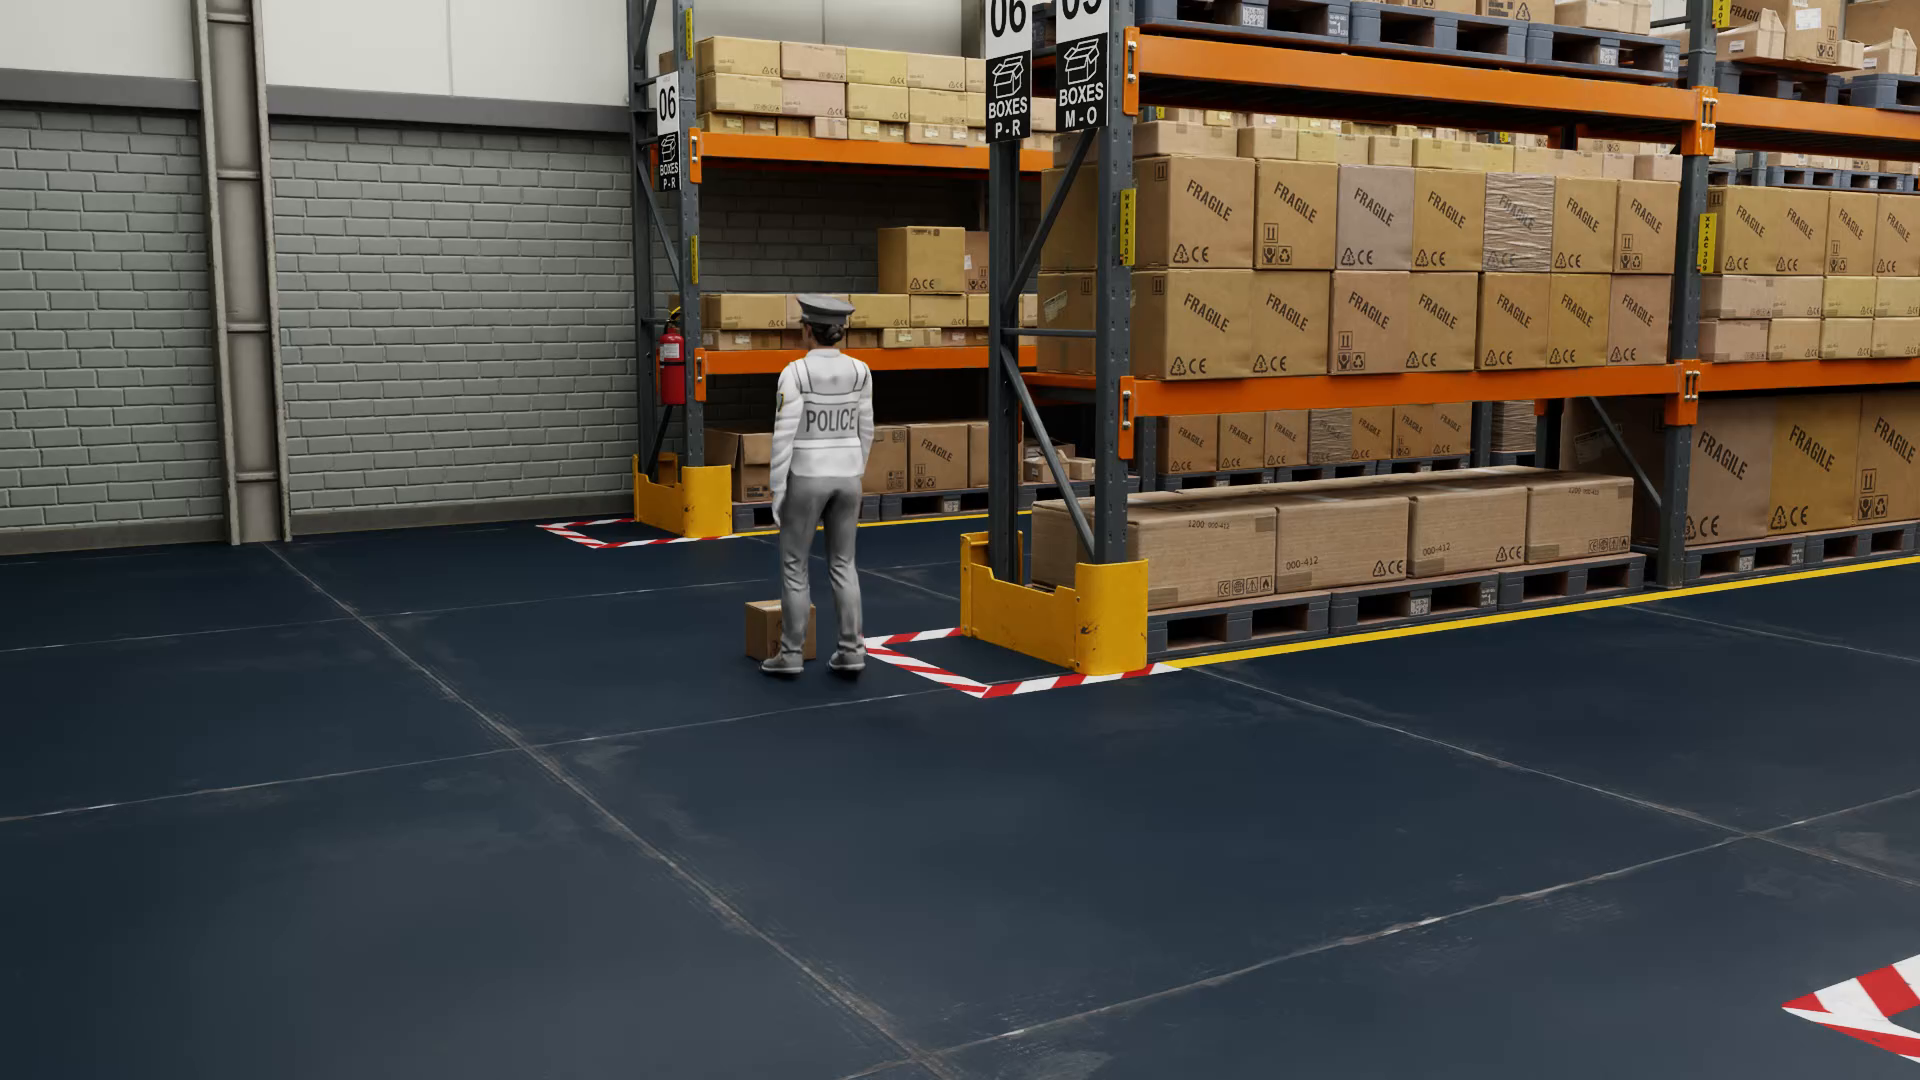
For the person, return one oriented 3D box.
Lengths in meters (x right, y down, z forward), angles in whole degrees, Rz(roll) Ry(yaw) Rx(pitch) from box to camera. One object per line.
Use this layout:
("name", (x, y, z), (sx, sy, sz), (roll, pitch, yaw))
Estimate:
("person", (-0.634, -0.234, 7.320), (0.519, 1.691, 0.459), (-5, 9, -29))
